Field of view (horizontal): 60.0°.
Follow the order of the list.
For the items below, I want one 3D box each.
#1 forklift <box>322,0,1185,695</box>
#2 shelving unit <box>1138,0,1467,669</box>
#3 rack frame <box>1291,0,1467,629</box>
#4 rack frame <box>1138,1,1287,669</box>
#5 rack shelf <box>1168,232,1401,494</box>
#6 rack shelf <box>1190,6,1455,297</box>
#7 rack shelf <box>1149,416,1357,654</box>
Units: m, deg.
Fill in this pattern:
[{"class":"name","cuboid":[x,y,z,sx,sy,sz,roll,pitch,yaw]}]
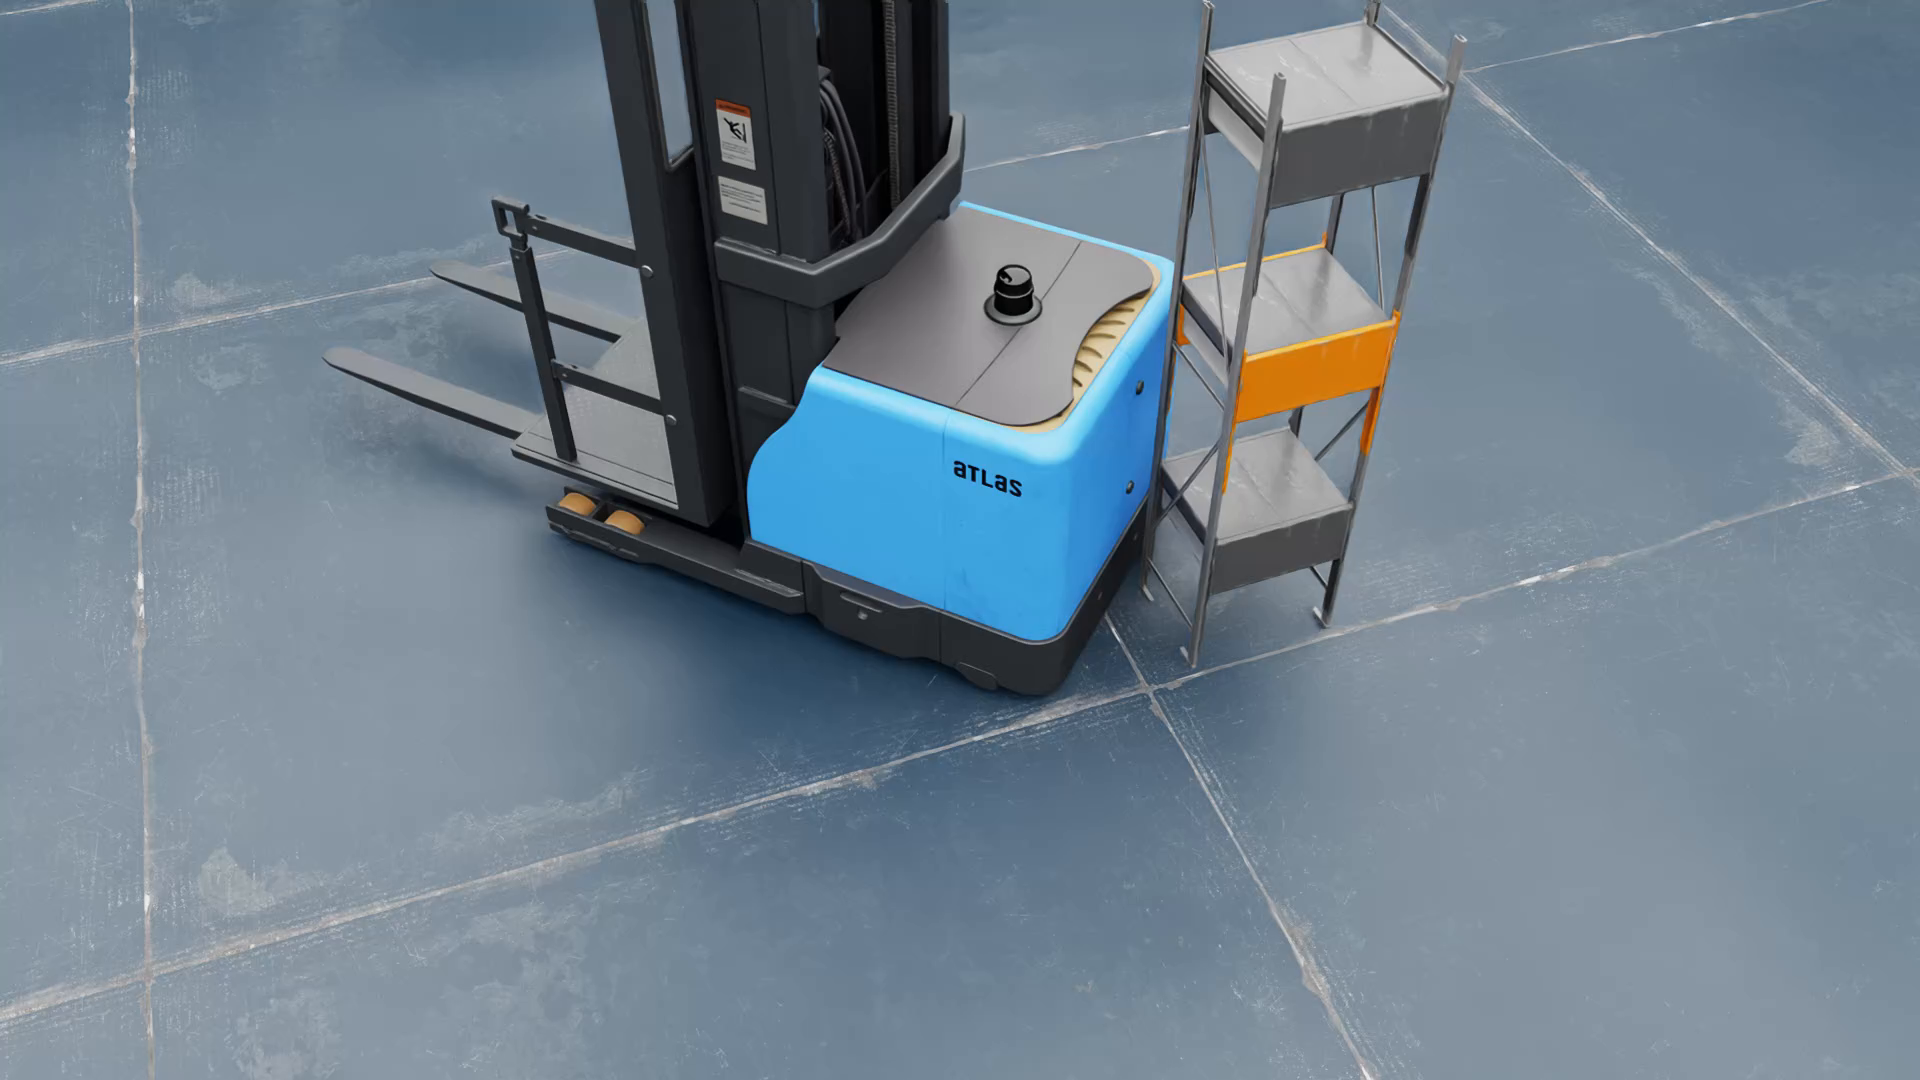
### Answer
[{"class":"forklift","cuboid":[-0.844,-1.285,4.962,3.031,2.935,1.130,19,48,18]},{"class":"shelving unit","cuboid":[0.907,-0.521,4.787,0.503,2.100,0.431,-15,47,-15]},{"class":"rack frame","cuboid":[1.135,-0.583,4.849,0.015,2.100,0.400,-15,47,-15]},{"class":"rack frame","cuboid":[0.679,-0.460,4.726,0.015,2.100,0.400,-15,47,-15]},{"class":"rack shelf","cuboid":[0.907,-0.512,4.797,0.480,0.518,0.431,-15,47,-15]},{"class":"rack shelf","cuboid":[0.907,-1.006,4.301,0.480,0.518,0.431,-15,47,-15]},{"class":"rack shelf","cuboid":[0.907,-0.018,5.293,0.480,0.518,0.431,-15,47,-15]}]
